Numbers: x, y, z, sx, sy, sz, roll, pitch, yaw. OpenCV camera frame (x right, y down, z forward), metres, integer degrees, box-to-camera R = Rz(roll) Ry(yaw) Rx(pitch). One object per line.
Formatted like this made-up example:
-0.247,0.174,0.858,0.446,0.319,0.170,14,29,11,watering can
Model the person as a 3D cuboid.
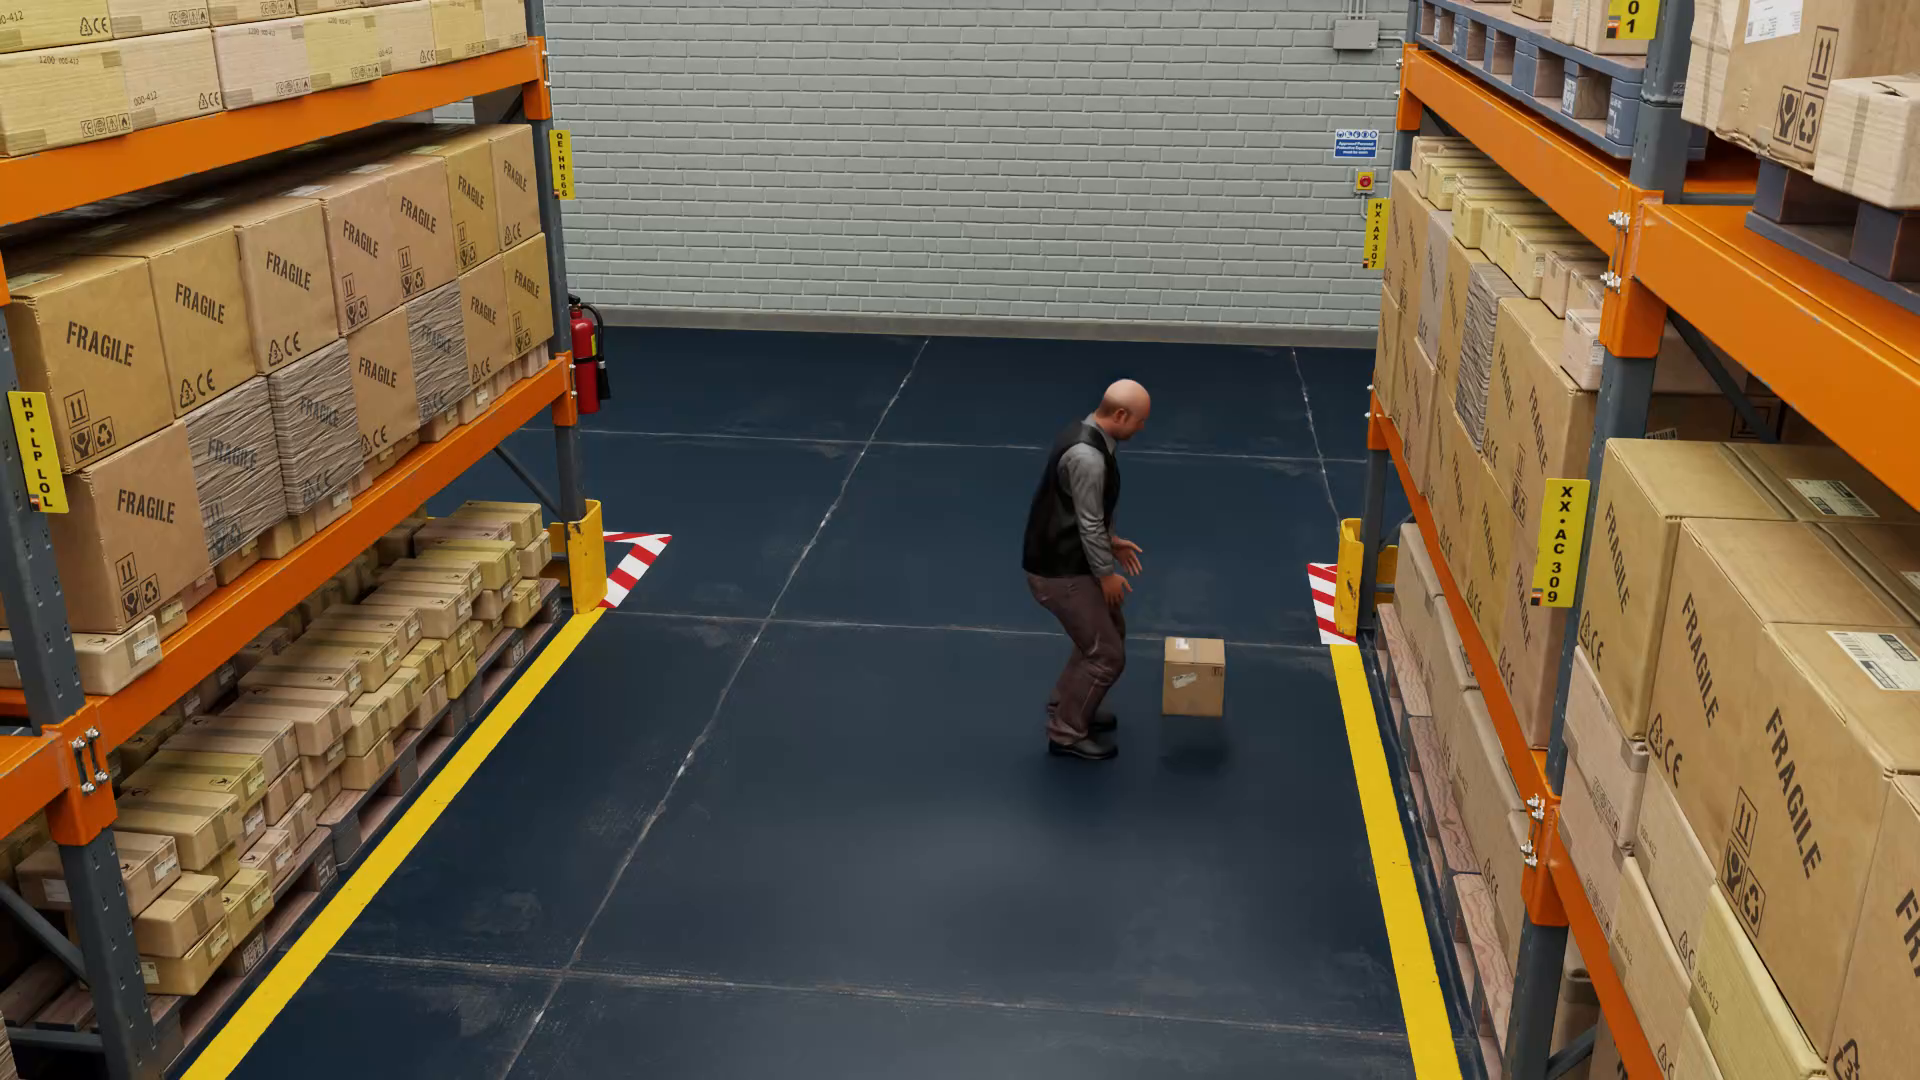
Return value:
0.520,0.105,7.007,0.509,1.614,0.574,3,21,8,person
